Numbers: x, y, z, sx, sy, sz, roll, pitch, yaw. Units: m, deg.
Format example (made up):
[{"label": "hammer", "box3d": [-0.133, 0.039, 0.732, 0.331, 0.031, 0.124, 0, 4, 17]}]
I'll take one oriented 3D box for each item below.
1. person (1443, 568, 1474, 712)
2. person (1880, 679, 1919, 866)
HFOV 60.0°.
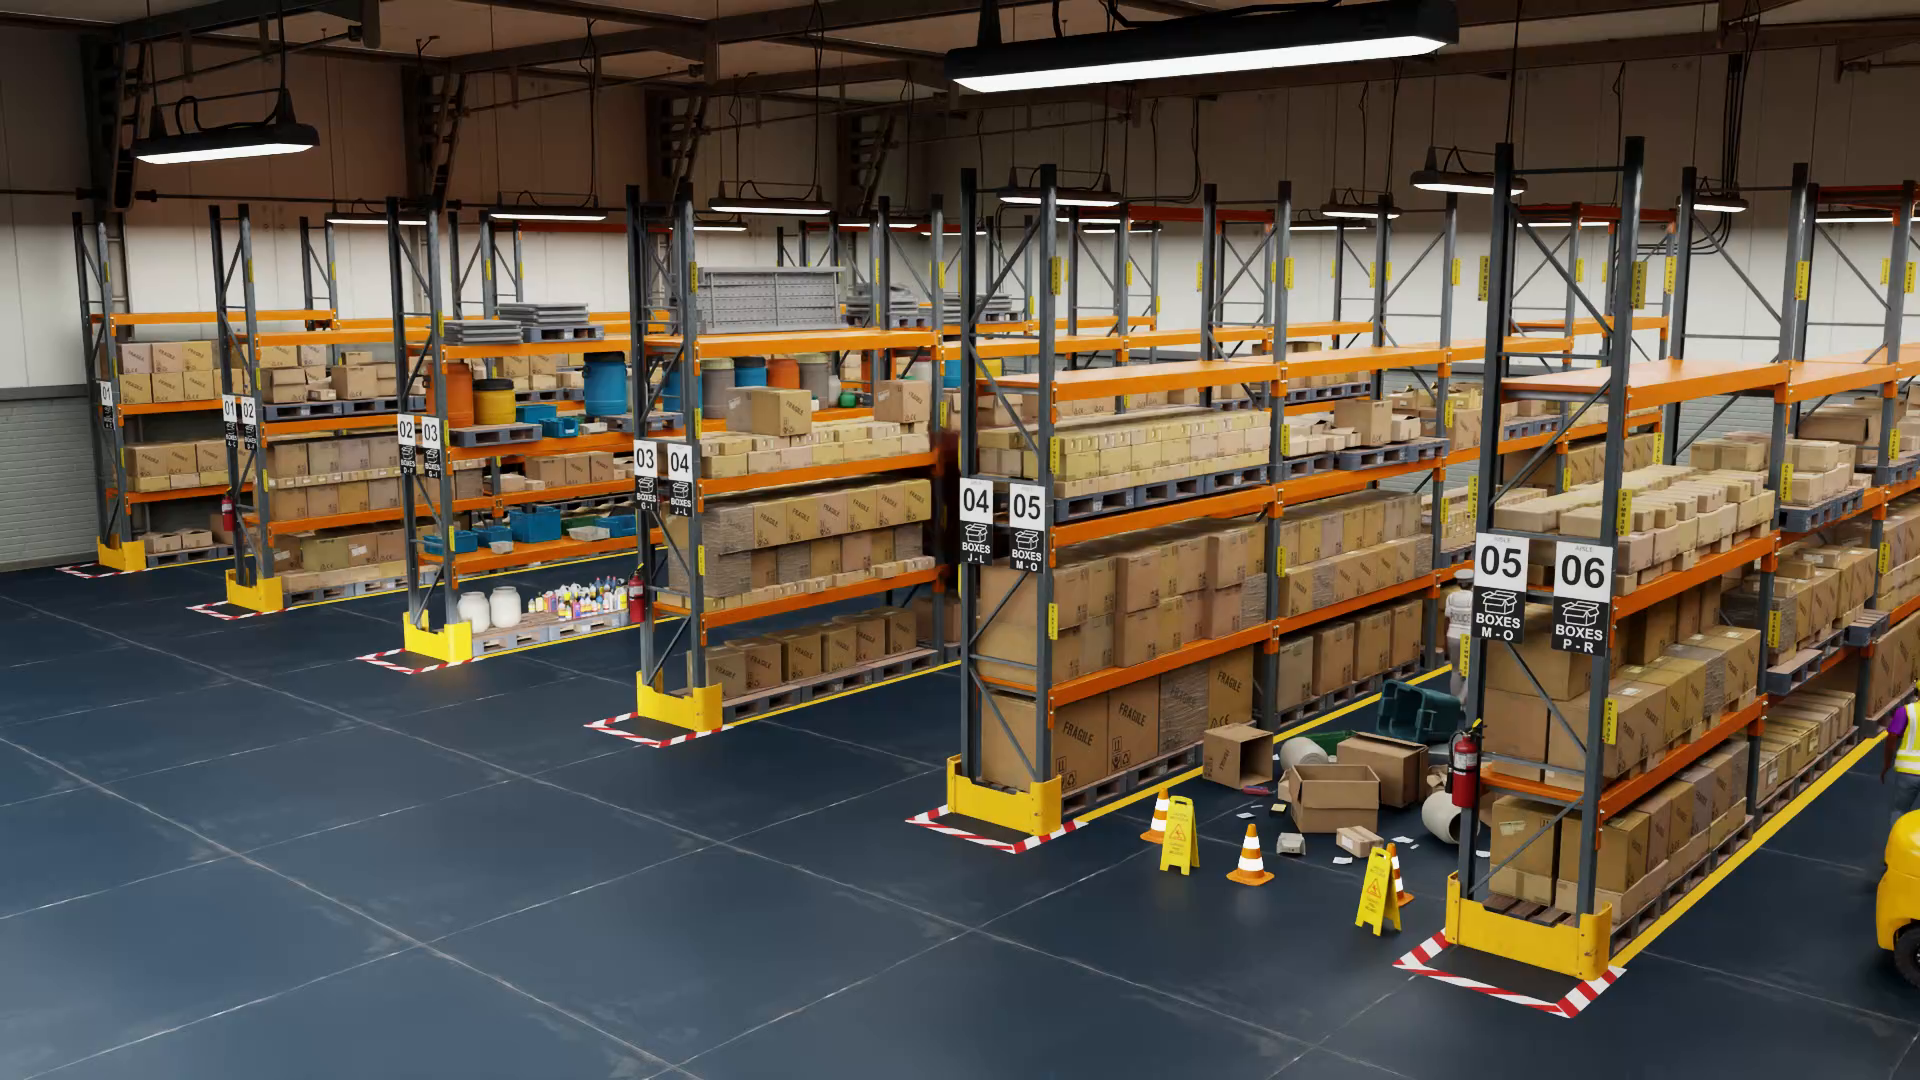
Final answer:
[{"label": "person", "box3d": [5.803, 1.181, 19.182, 0.500, 1.673, 0.521, 8, 12, 39]}, {"label": "person", "box3d": [8.223, 2.010, 14.202, 0.636, 1.671, 0.776, 6, 11, 31]}]
